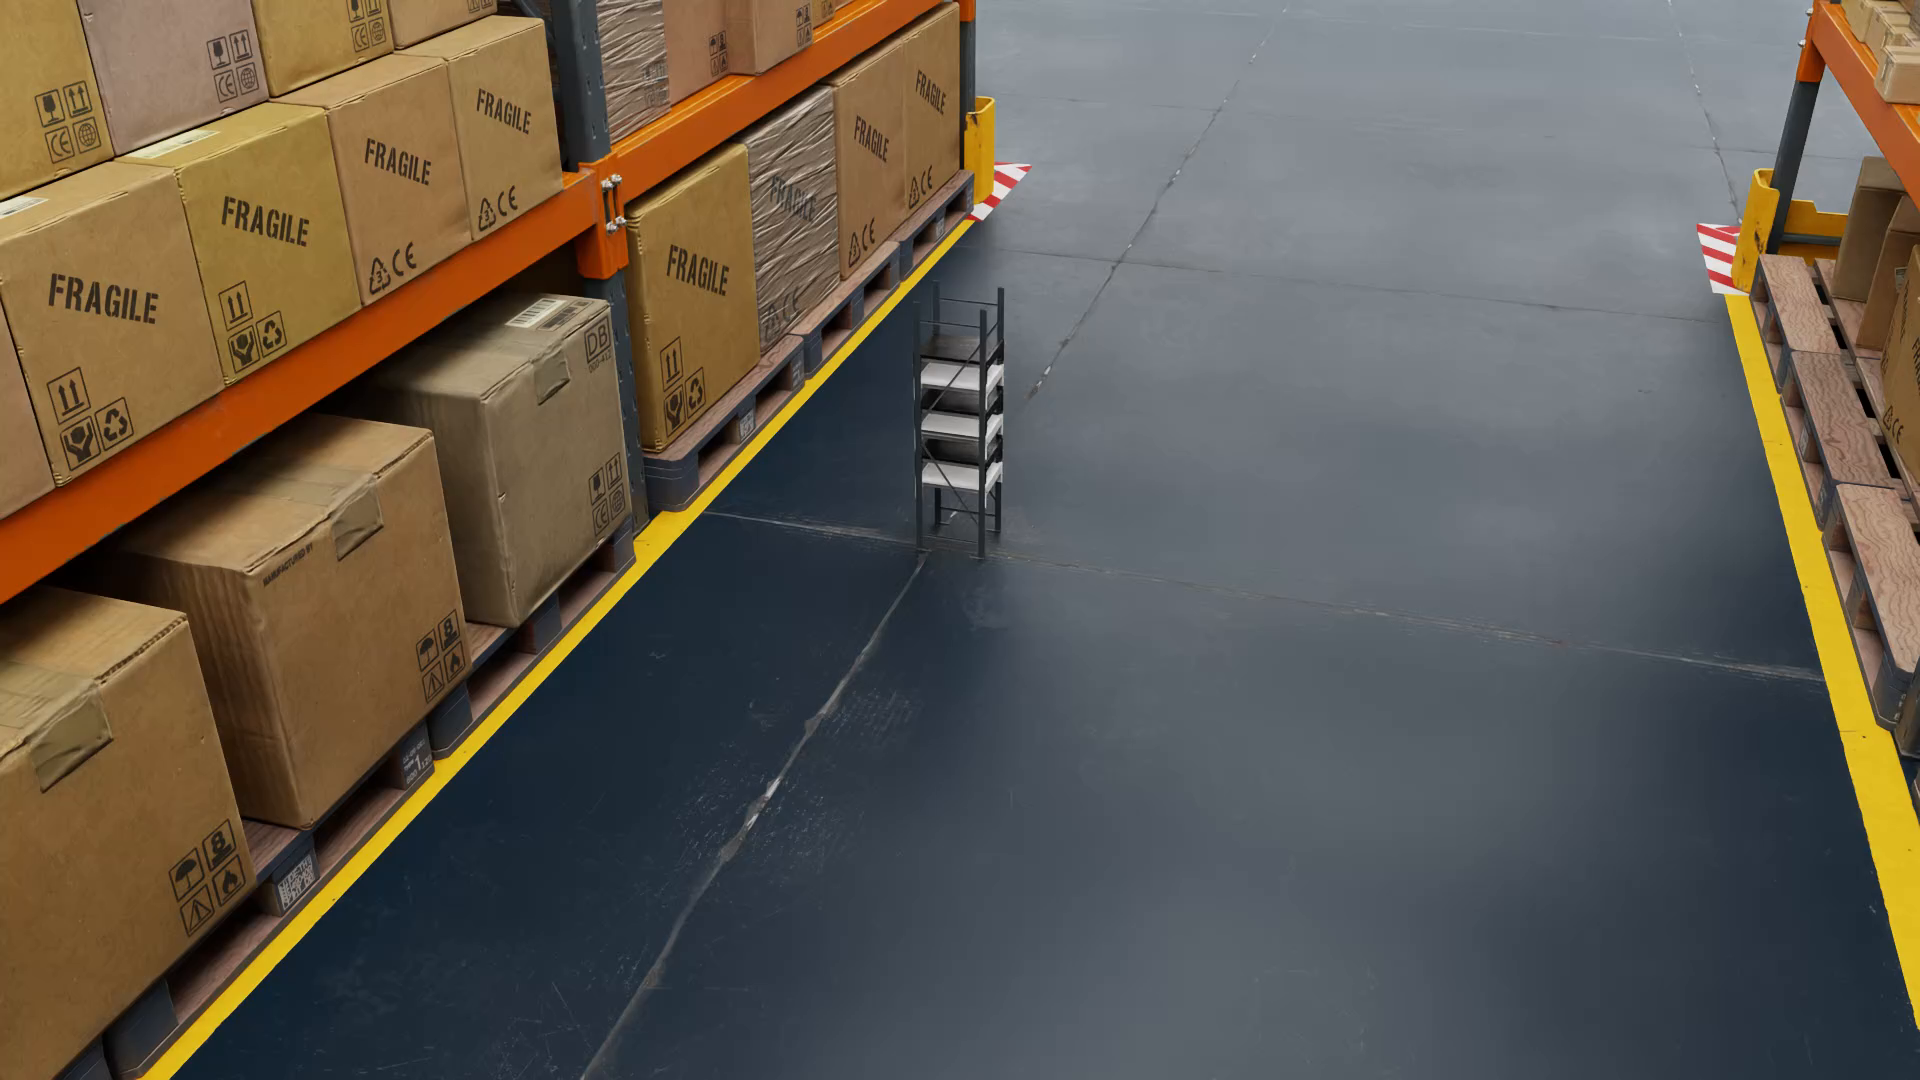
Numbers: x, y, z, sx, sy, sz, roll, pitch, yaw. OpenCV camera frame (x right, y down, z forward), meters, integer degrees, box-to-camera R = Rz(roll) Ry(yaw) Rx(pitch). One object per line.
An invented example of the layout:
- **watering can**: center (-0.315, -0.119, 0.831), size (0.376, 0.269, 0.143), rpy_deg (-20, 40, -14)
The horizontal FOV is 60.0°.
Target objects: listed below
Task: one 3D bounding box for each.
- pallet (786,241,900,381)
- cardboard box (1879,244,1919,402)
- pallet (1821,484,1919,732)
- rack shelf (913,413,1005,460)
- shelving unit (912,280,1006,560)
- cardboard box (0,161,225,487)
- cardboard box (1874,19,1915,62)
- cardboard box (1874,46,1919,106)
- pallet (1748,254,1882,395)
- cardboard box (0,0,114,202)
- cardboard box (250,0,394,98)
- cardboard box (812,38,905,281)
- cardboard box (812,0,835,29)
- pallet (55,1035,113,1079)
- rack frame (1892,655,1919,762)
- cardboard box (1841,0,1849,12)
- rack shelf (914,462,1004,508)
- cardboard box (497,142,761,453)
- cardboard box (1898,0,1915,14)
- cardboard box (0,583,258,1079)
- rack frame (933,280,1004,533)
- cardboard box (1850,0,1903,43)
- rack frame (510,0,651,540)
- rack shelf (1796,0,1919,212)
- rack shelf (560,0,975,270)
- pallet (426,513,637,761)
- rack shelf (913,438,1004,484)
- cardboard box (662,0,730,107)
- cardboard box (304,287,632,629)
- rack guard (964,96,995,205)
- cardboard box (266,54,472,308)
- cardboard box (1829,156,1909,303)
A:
- **pallet**: center (-0.932, -1.104, 7.517), size (1.003, 0.211, 1.213), rpy_deg (8, 30, 15)
- **cardboard box**: center (3.756, -0.748, 6.148), size (0.500, 0.500, 0.500), rpy_deg (11, 31, 20)
- **pallet**: center (3.289, 0.245, 5.093), size (1.003, 0.211, 1.213), rpy_deg (8, 30, 15)
- **rack shelf**: center (-0.002, -0.360, 5.541), size (0.258, 0.077, 0.200), rpy_deg (8, 30, 15)
- **shelving unit**: center (-0.002, -0.389, 5.524), size (0.258, 0.900, 0.210), rpy_deg (8, 30, 15)
- **cardboard box**: center (-1.927, -0.468, 3.403), size (0.500, 0.500, 0.500), rpy_deg (8, 30, 14)
- **cardboard box**: center (3.675, -1.845, 6.240), size (0.380, 0.149, 0.250), rpy_deg (8, 30, 15)
- **cardboard box**: center (3.455, -1.624, 5.842), size (0.380, 0.149, 0.250), rpy_deg (8, 30, 15)
- **pallet**: center (4.005, -0.889, 7.131), size (1.003, 0.211, 1.213), rpy_deg (8, 30, 15)
- **cardboard box**: center (-2.173, -0.952, 3.244), size (0.700, 0.500, 0.500), rpy_deg (8, 30, 14)
- **cardboard box**: center (-1.875, -1.421, 4.087), size (0.700, 0.500, 0.500), rpy_deg (8, 30, 14)
- **cardboard box**: center (-0.804, -1.791, 7.638), size (0.875, 0.875, 0.875), rpy_deg (8, 30, 14)
- **cardboard box**: center (-1.019, -2.403, 6.831), size (0.875, 0.550, 0.500), rpy_deg (8, 30, 15)
- **pallet**: center (-2.457, 1.311, 3.177), size (1.003, 0.211, 1.213), rpy_deg (8, 30, 15)
- **rack frame**: center (3.126, -0.656, 3.845), size (1.000, 3.000, 0.127), rpy_deg (8, 30, 15)
- **cardboard box**: center (3.988, -2.307, 7.070), size (0.380, 0.149, 0.250), rpy_deg (8, 30, 15)
- **rack shelf**: center (-0.002, -0.203, 5.628), size (0.258, 0.077, 0.200), rpy_deg (8, 30, 15)
- **cardboard box**: center (-1.335, -0.949, 6.123), size (0.875, 0.875, 0.875), rpy_deg (9, 30, 16)
- **cardboard box**: center (4.080, -2.188, 6.189), size (0.875, 0.500, 0.500), rpy_deg (8, 30, 15)
- **cardboard box**: center (-2.242, 0.570, 3.521), size (1.050, 0.750, 0.750), rpy_deg (9, 30, 16)
- **rack frame**: center (0.027, -0.437, 5.609), size (0.240, 0.900, 0.006), rpy_deg (8, 30, 15)
- **cardboard box**: center (3.809, -2.080, 6.661), size (0.380, 0.149, 0.250), rpy_deg (8, 30, 15)
- **rack frame**: center (-1.586, -1.411, 5.201), size (1.000, 3.000, 0.127), rpy_deg (8, 30, 15)
- **rack shelf**: center (3.713, -1.272, 5.690), size (1.077, 0.370, 4.000), rpy_deg (8, 30, 15)
- **rack shelf**: center (-0.999, -2.026, 7.047), size (1.077, 0.370, 4.000), rpy_deg (8, 30, 15)
- **pallet**: center (-1.741, 0.177, 5.215), size (1.003, 0.211, 1.213), rpy_deg (8, 30, 15)
- **rack shelf**: center (-0.002, -0.282, 5.584), size (0.258, 0.077, 0.200), rpy_deg (8, 30, 15)
- **cardboard box**: center (-1.349, -1.909, 5.941), size (0.875, 0.550, 0.550), rpy_deg (8, 30, 15)
- **cardboard box**: center (-1.682, -0.310, 5.104), size (1.050, 0.750, 0.750), rpy_deg (8, 30, 15)
- **rack guard**: center (-0.405, -2.189, 9.171), size (1.175, 0.500, 0.348), rpy_deg (8, 30, 15)
- **cardboard box**: center (-1.632, -0.939, 4.250), size (0.500, 0.500, 0.500), rpy_deg (8, 30, 14)
- **cardboard box**: center (4.101, -1.319, 7.174), size (0.500, 0.500, 0.500), rpy_deg (14, 32, 24)
